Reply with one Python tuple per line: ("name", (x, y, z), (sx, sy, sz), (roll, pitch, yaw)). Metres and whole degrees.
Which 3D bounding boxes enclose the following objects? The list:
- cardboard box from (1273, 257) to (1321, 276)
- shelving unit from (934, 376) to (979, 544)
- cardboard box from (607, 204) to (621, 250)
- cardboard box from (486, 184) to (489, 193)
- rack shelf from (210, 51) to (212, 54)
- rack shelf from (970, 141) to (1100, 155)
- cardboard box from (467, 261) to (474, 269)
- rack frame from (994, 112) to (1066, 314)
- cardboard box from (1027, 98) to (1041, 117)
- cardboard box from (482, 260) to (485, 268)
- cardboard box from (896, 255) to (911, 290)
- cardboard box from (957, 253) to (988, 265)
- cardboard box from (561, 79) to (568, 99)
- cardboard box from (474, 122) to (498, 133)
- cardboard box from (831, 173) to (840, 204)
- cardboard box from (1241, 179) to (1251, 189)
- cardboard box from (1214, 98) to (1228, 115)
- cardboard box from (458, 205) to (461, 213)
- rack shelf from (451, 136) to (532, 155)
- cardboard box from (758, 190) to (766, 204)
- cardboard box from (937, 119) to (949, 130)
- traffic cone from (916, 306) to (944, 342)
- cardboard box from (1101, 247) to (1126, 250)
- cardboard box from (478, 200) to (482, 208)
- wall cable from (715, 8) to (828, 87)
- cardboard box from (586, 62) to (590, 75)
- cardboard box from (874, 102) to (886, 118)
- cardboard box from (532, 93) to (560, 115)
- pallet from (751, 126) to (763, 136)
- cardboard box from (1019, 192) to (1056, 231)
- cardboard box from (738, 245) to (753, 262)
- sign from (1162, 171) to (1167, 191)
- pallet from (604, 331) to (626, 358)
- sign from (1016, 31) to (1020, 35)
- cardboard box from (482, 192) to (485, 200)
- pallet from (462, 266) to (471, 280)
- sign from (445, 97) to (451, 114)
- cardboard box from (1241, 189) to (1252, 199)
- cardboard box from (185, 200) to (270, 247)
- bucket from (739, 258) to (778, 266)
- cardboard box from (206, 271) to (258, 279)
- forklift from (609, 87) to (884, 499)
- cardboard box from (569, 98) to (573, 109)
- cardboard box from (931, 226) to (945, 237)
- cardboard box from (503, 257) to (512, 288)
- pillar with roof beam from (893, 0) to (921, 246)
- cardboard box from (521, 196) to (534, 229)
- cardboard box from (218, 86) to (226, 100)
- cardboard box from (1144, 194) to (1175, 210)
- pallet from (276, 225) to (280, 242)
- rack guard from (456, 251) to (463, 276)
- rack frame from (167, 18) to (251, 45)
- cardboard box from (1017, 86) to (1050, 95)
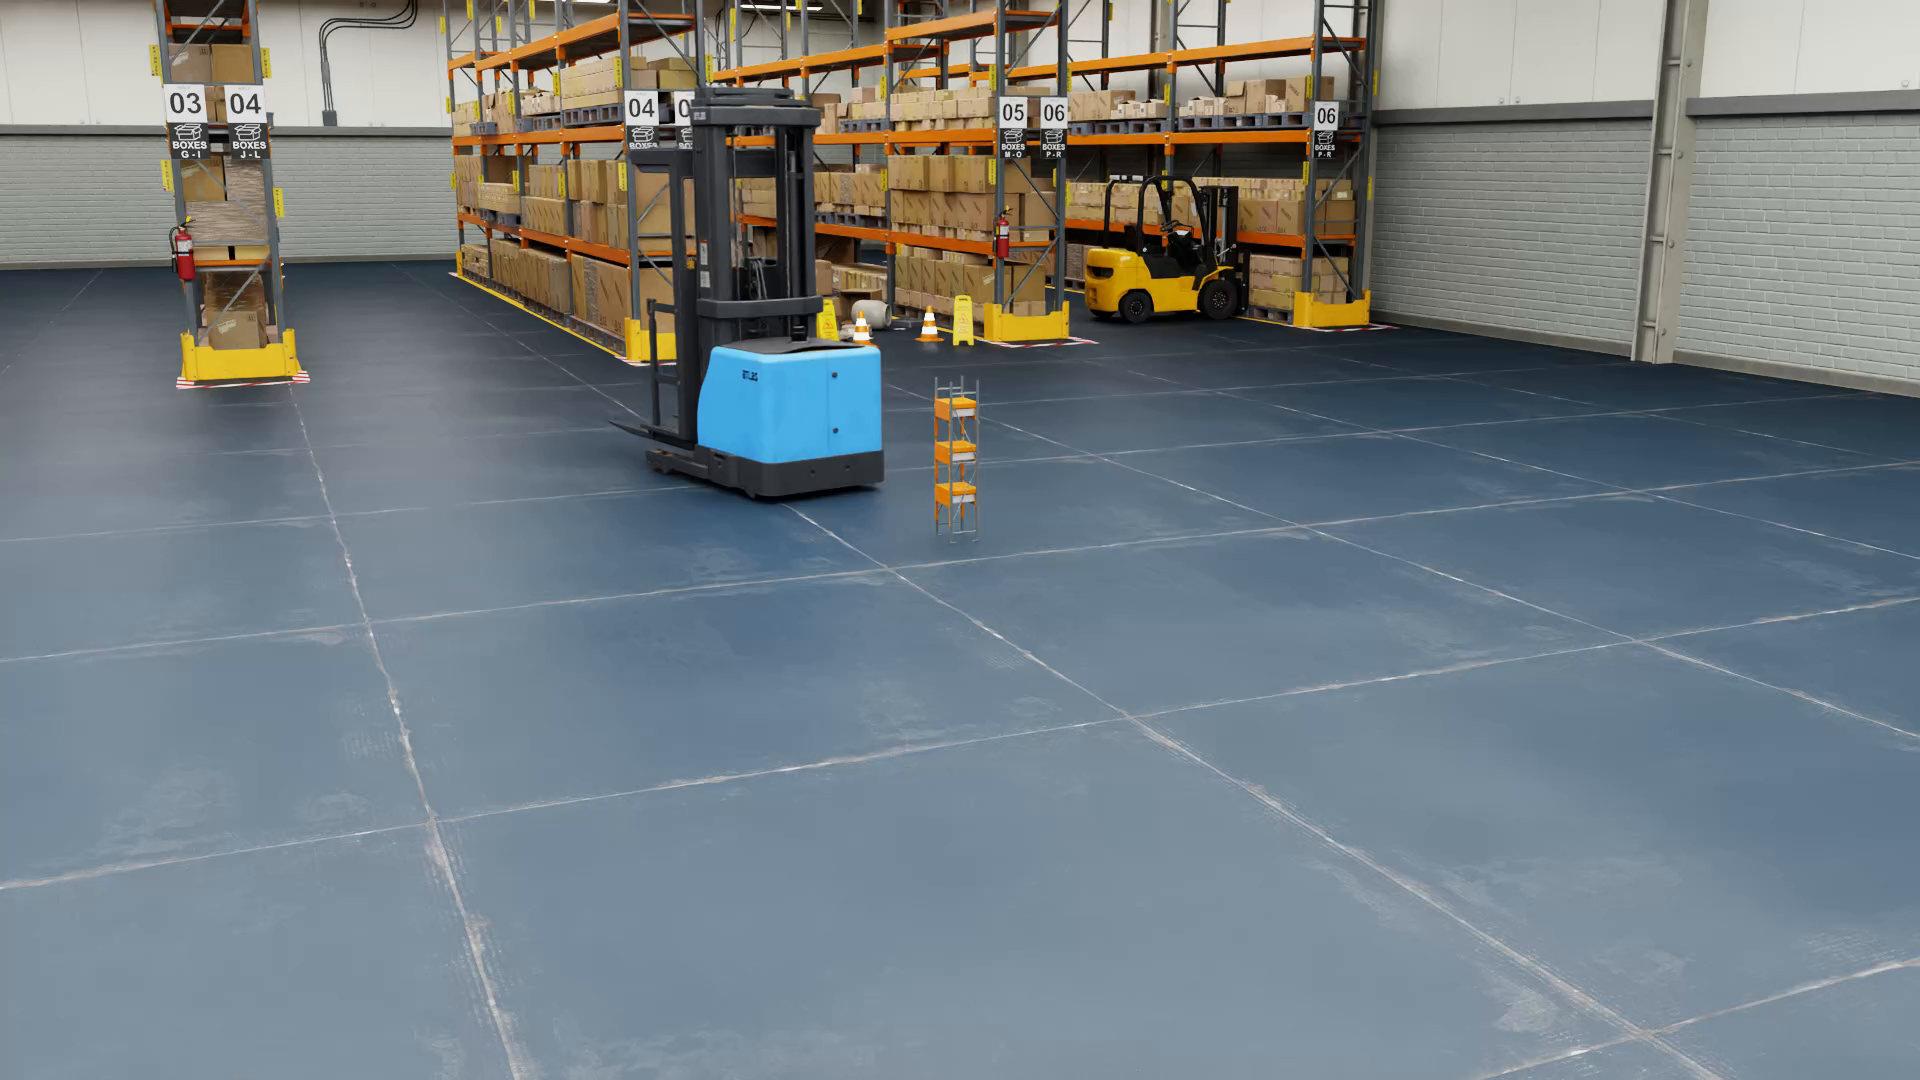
("cardboard box", (5.020, -4.073, 24.763), (0.500, 0.250, 0.500), (-5, 14, -21))
("shelving unit", (-0.021, -0.523, 10.799), (0.215, 1.050, 0.252), (-6, 14, -23))
("cardboard box", (-3.982, -3.994, 21.141), (0.875, 0.550, 0.550), (-6, 14, -23))
("cardboard box", (-8.203, -6.250, 29.528), (0.380, 0.149, 0.250), (-6, 14, -23))
("rack shelf", (-12.142, -7.753, 26.893), (1.077, 0.370, 4.000), (-6, 14, -23))
("rack shelf", (1.485, -7.830, 32.994), (1.077, 0.370, 4.000), (-6, 14, -23))
("cardboard box", (-9.756, -5.561, 33.634), (0.380, 0.149, 0.250), (-5, 14, -22))
("rack frame", (0.944, -4.204, 22.384), (1.000, 3.000, 0.127), (-6, 14, -23))
("cardboard box", (0.987, -5.866, 22.582), (0.500, 0.250, 0.500), (-6, 14, -24))
("cardboard box", (-8.895, -5.267, 31.708), (0.380, 0.149, 0.250), (-6, 14, -26))
("cardboard box", (-0.670, -4.115, 25.500), (0.500, 0.500, 0.500), (-5, 14, -20))
("cardboard box", (0.175, -3.963, 23.404), (0.380, 0.149, 0.250), (-5, 14, -21))
("cardboard box", (-5.214, -6.223, 22.973), (0.500, 0.250, 0.500), (-6, 14, -23))
("cardboard box", (-8.802, -7.681, 31.085), (0.500, 0.250, 0.500), (-5, 14, -22))
("cardboard box", (-1.859, -5.925, 28.007), (0.500, 0.500, 0.500), (-5, 14, -22))
("cardboard box", (4.551, -5.473, 25.544), (0.380, 0.149, 0.250), (-5, 14, -22))
("cardboard box", (4.204, -6.795, 26.070), (0.396, 0.266, 0.258), (-6, 14, -24))
("cardboard box", (-10.131, -6.823, 34.256), (0.380, 0.149, 0.250), (-6, 14, -23))
("rack shelf", (-9.159, -7.740, 32.602), (1.077, 0.370, 4.000), (-6, 14, -23))
("cardboard box", (-3.533, -6.526, 31.638), (0.500, 0.250, 0.500), (-5, 14, -22))
("cardboard box", (-0.111, -5.905, 23.637), (0.380, 0.149, 0.250), (-6, 14, -24))
("traffic cone", (-0.410, -2.941, 22.550), (0.336, 0.463, 0.334), (-6, 14, -23))
("cardboard box", (3.062, -4.951, 29.943), (0.875, 0.625, 0.625), (-6, 14, -25))
("cardboard box", (-8.622, -6.175, 30.524), (0.380, 0.149, 0.250), (-6, 14, -26))
("wall cable", (-4.744, -11.912, 42.298), (2.988, 3.039, 0.133), (-6, 14, -23))
("cardboard box", (-4.608, -6.071, 21.433), (0.380, 0.149, 0.250), (-6, 14, -23))
("cardboard box", (-1.025, -6.731, 26.051), (0.500, 0.250, 0.500), (-6, 14, -24))
("cardboard box", (-6.261, -6.682, 25.479), (0.500, 0.311, 0.500), (-6, 14, -24))
("pallet", (-3.451, -7.867, 31.980), (0.805, 0.209, 1.217), (-6, 14, -25))
("cardboard box", (1.008, -4.521, 22.870), (0.500, 0.500, 0.500), (-6, 14, -24))
("cardboard box", (-4.016, -5.779, 33.940), (0.875, 0.438, 0.875), (-6, 14, -24))
("sign", (3.395, -5.954, 27.553), (0.100, 0.325, 0.005), (-6, 14, -23))
("pallet", (-3.943, -2.536, 21.359), (1.003, 0.211, 1.213), (-6, 14, -23))
("sign", (1.190, -10.639, 34.458), (0.100, 0.325, 0.005), (-6, 14, -23))
("cardboard box", (-8.412, -6.213, 30.029), (0.380, 0.149, 0.250), (-5, 14, -22))
("pallet", (-9.637, -5.497, 34.152), (1.003, 0.211, 1.213), (-6, 14, -23))
("sign", (-10.458, -8.880, 33.996), (0.100, 0.325, 0.005), (-6, 14, -23))
("cardboard box", (4.559, -5.327, 25.575), (0.380, 0.149, 0.250), (-6, 14, -23))
("cardboard box", (-8.332, -3.619, 18.973), (0.875, 0.500, 0.500), (-6, 14, -23))
("bucket", (-2.987, -3.889, 24.908), (0.726, 0.611, 0.620), (-1, 3, -4))
("cardboard box", (-11.054, -3.822, 25.300), (0.700, 0.500, 0.500), (-6, 15, -26))
("forklift", (-1.852, -2.004, 13.029), (1.130, 2.935, 3.031), (-10, 16, -36))
("cardboard box", (-5.115, -5.944, 22.653), (0.380, 0.149, 0.250), (-6, 14, -23))
("cardboard box", (-0.196, -4.500, 24.217), (0.380, 0.149, 0.250), (-6, 14, -23))
("cardboard box", (-7.690, -4.704, 29.154), (0.500, 0.500, 0.500), (-6, 14, -25))
("pillar with roof beam", (-5.118, -11.132, 39.009), (9.100, 9.000, 0.548), (-6, 14, -23))
("cardboard box", (-6.823, -5.321, 26.986), (0.500, 0.500, 0.500), (-5, 14, -22))
("cardboard box", (-8.035, -4.970, 18.486), (0.380, 0.149, 0.250), (-6, 14, -23))
("cardboard box", (3.457, -5.729, 28.194), (0.500, 0.250, 0.500), (-6, 14, -24))
("pallet", (-9.911, -4.213, 22.848), (1.003, 0.211, 1.213), (-6, 14, -23))
("rack guard", (-9.930, -5.809, 34.858), (1.175, 0.500, 0.348), (-6, 14, -23))
("rack frame", (-9.739, -7.059, 21.410), (1.000, 3.000, 0.127), (-6, 14, -23))
("cardboard box", (0.988, -6.024, 22.381), (0.380, 0.149, 0.250), (-6, 14, -23))
